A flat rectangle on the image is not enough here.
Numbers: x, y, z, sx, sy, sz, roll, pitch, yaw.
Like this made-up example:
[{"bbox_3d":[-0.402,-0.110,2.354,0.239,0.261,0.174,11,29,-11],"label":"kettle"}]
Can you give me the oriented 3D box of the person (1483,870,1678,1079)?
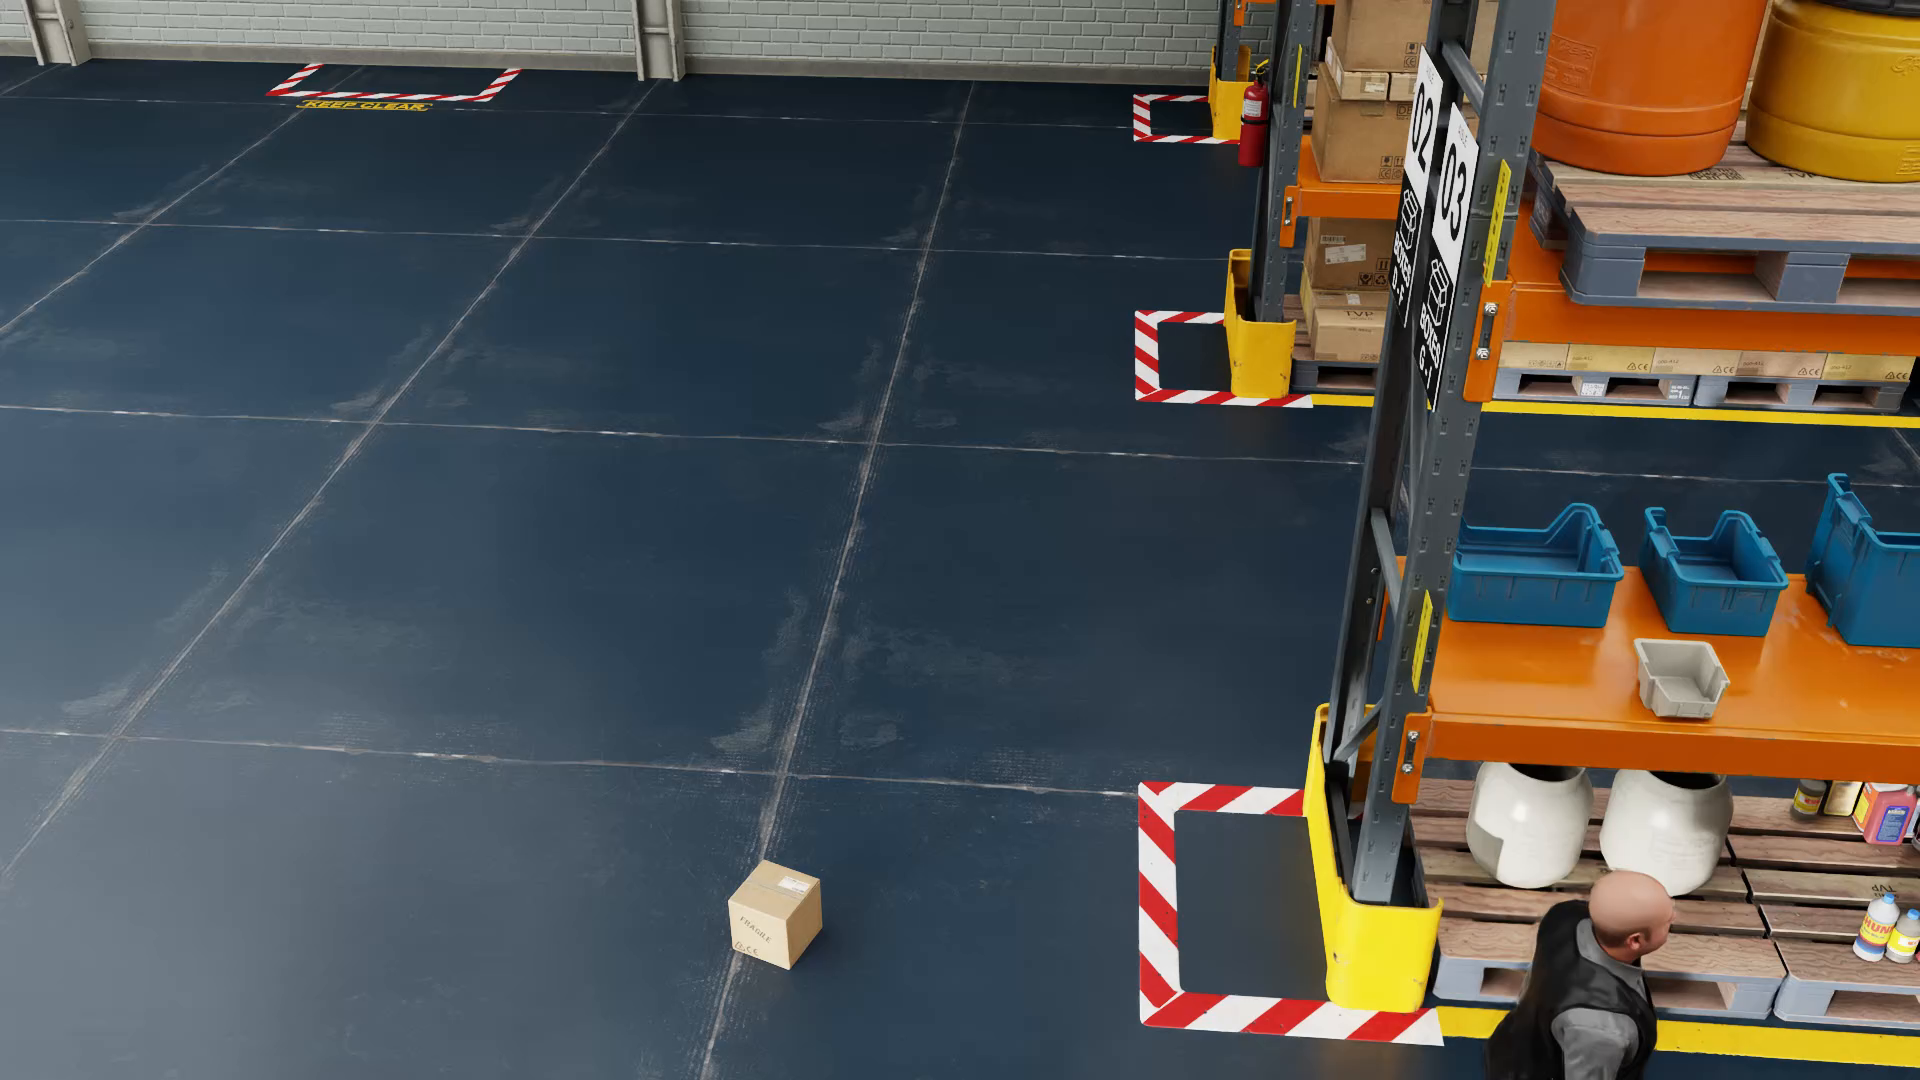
[{"bbox_3d":[1.642,1.573,4.638,0.510,1.740,0.574,7,32,11],"label":"person"}]
